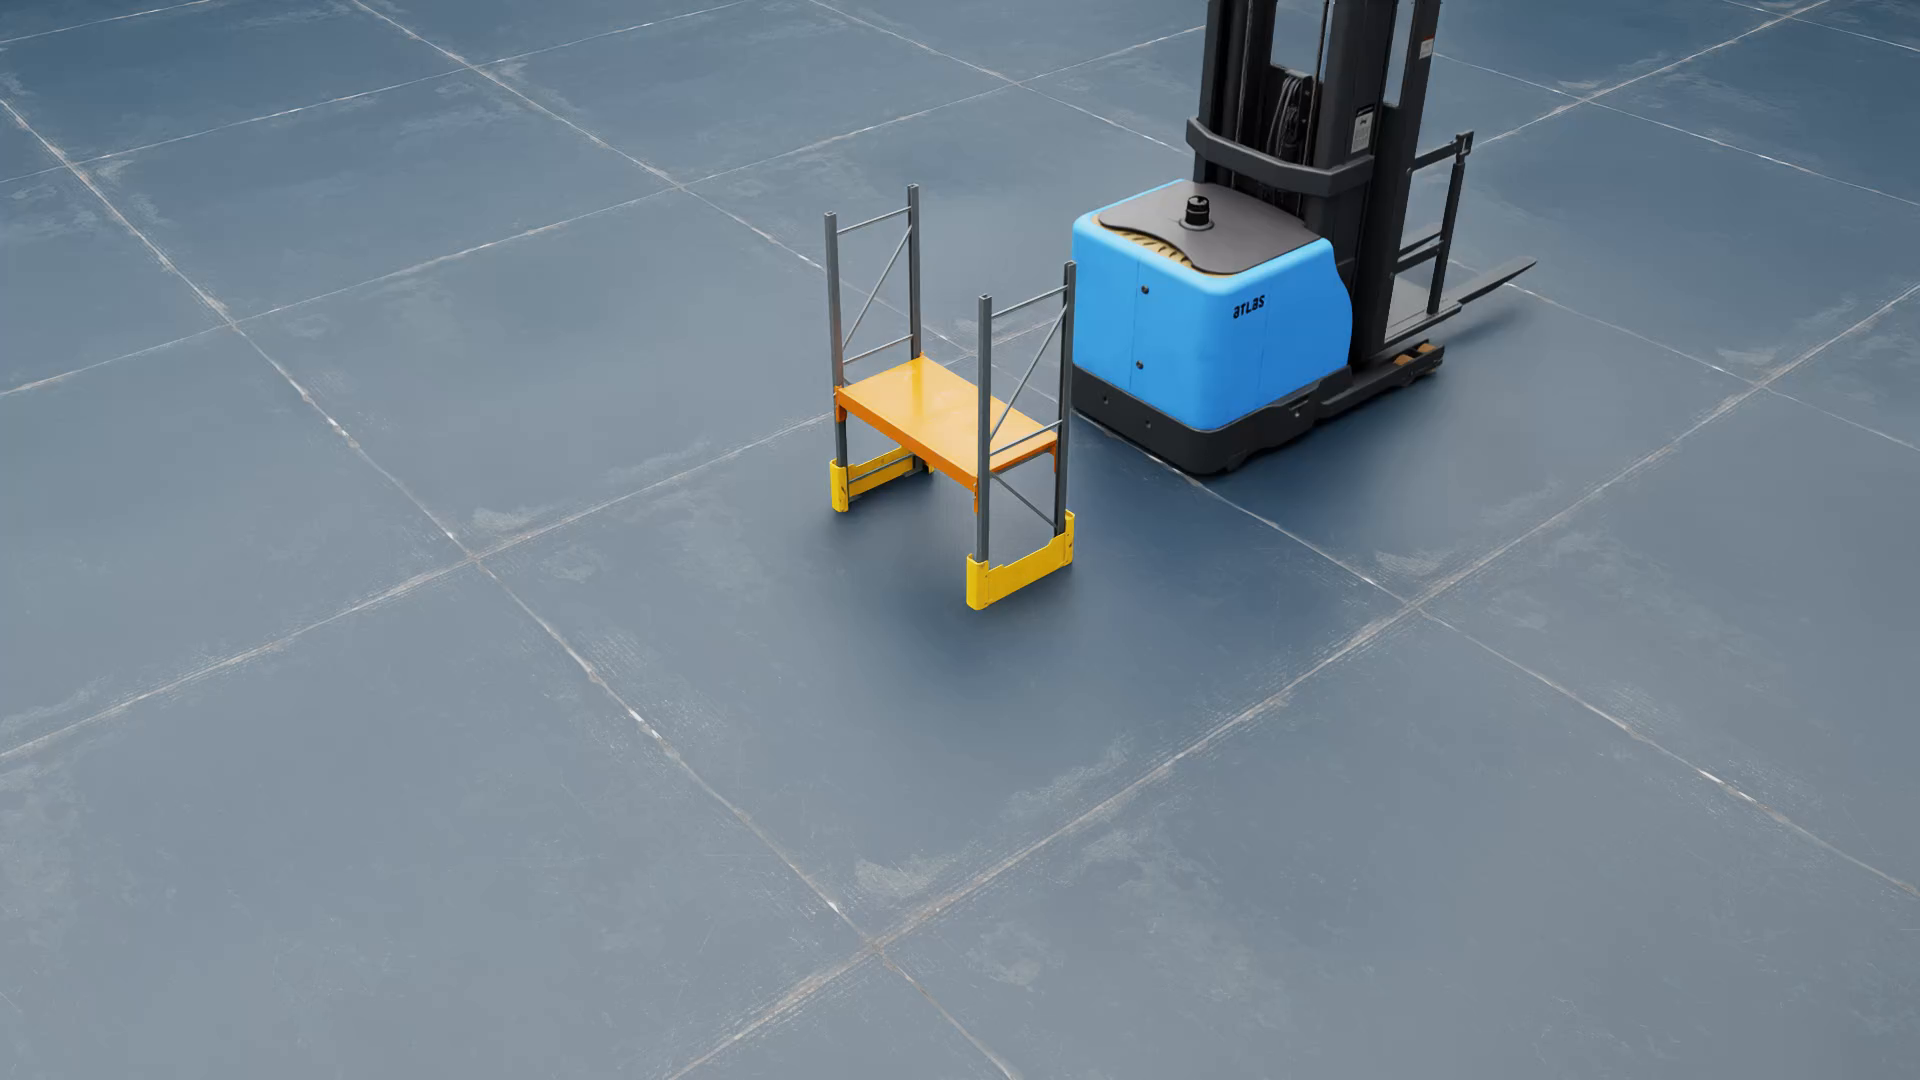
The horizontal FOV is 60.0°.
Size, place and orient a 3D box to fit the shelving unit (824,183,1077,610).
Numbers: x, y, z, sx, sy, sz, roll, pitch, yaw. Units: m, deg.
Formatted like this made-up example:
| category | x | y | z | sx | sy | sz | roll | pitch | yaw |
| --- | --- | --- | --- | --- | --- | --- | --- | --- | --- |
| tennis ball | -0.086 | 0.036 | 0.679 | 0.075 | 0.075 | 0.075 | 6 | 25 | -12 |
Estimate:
| category | x | y | z | sx | sy | sz | roll | pitch | yaw |
| --- | --- | --- | --- | --- | --- | --- | --- | --- | --- |
| shelving unit | -0.049 | -0.646 | 7.364 | 0.587 | 1.500 | 1.083 | -26 | 43 | -32 |

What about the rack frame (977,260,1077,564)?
| category | x | y | z | sx | sy | sz | roll | pitch | yaw |
| --- | --- | --- | --- | --- | --- | --- | --- | --- | --- |
| rack frame | 0.273 | -0.425 | 7.053 | 0.500 | 1.500 | 0.032 | -26 | 43 | -32 |

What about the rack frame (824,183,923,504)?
| category | x | y | z | sx | sy | sz | roll | pitch | yaw |
| --- | --- | --- | --- | --- | --- | --- | --- | --- | --- |
| rack frame | -0.383 | -0.874 | 7.687 | 0.500 | 1.500 | 0.032 | -26 | 43 | -32 |

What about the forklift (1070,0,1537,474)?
| category | x | y | z | sx | sy | sz | roll | pitch | yaw |
| --- | --- | --- | --- | --- | --- | --- | --- | --- | --- |
| forklift | 1.987 | -2.229 | 8.361 | 3.031 | 2.935 | 1.130 | -26 | 43 | -32 |

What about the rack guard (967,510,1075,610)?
| category | x | y | z | sx | sy | sz | roll | pitch | yaw |
| --- | --- | --- | --- | --- | --- | --- | --- | --- | --- |
| rack guard | 0.272 | 0.084 | 7.415 | 0.587 | 0.250 | 0.087 | -26 | 43 | -32 |

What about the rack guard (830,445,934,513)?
| category | x | y | z | sx | sy | sz | roll | pitch | yaw |
| --- | --- | --- | --- | --- | --- | --- | --- | --- | --- |
| rack guard | -0.371 | -0.356 | 8.036 | 0.587 | 0.250 | 0.087 | -26 | 43 | -32 |

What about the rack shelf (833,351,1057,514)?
| category | x | y | z | sx | sy | sz | roll | pitch | yaw |
| --- | --- | --- | --- | --- | --- | --- | --- | --- | --- |
| rack shelf | -0.055 | -0.503 | 7.474 | 0.538 | 0.185 | 1.000 | -26 | 43 | -32 |
